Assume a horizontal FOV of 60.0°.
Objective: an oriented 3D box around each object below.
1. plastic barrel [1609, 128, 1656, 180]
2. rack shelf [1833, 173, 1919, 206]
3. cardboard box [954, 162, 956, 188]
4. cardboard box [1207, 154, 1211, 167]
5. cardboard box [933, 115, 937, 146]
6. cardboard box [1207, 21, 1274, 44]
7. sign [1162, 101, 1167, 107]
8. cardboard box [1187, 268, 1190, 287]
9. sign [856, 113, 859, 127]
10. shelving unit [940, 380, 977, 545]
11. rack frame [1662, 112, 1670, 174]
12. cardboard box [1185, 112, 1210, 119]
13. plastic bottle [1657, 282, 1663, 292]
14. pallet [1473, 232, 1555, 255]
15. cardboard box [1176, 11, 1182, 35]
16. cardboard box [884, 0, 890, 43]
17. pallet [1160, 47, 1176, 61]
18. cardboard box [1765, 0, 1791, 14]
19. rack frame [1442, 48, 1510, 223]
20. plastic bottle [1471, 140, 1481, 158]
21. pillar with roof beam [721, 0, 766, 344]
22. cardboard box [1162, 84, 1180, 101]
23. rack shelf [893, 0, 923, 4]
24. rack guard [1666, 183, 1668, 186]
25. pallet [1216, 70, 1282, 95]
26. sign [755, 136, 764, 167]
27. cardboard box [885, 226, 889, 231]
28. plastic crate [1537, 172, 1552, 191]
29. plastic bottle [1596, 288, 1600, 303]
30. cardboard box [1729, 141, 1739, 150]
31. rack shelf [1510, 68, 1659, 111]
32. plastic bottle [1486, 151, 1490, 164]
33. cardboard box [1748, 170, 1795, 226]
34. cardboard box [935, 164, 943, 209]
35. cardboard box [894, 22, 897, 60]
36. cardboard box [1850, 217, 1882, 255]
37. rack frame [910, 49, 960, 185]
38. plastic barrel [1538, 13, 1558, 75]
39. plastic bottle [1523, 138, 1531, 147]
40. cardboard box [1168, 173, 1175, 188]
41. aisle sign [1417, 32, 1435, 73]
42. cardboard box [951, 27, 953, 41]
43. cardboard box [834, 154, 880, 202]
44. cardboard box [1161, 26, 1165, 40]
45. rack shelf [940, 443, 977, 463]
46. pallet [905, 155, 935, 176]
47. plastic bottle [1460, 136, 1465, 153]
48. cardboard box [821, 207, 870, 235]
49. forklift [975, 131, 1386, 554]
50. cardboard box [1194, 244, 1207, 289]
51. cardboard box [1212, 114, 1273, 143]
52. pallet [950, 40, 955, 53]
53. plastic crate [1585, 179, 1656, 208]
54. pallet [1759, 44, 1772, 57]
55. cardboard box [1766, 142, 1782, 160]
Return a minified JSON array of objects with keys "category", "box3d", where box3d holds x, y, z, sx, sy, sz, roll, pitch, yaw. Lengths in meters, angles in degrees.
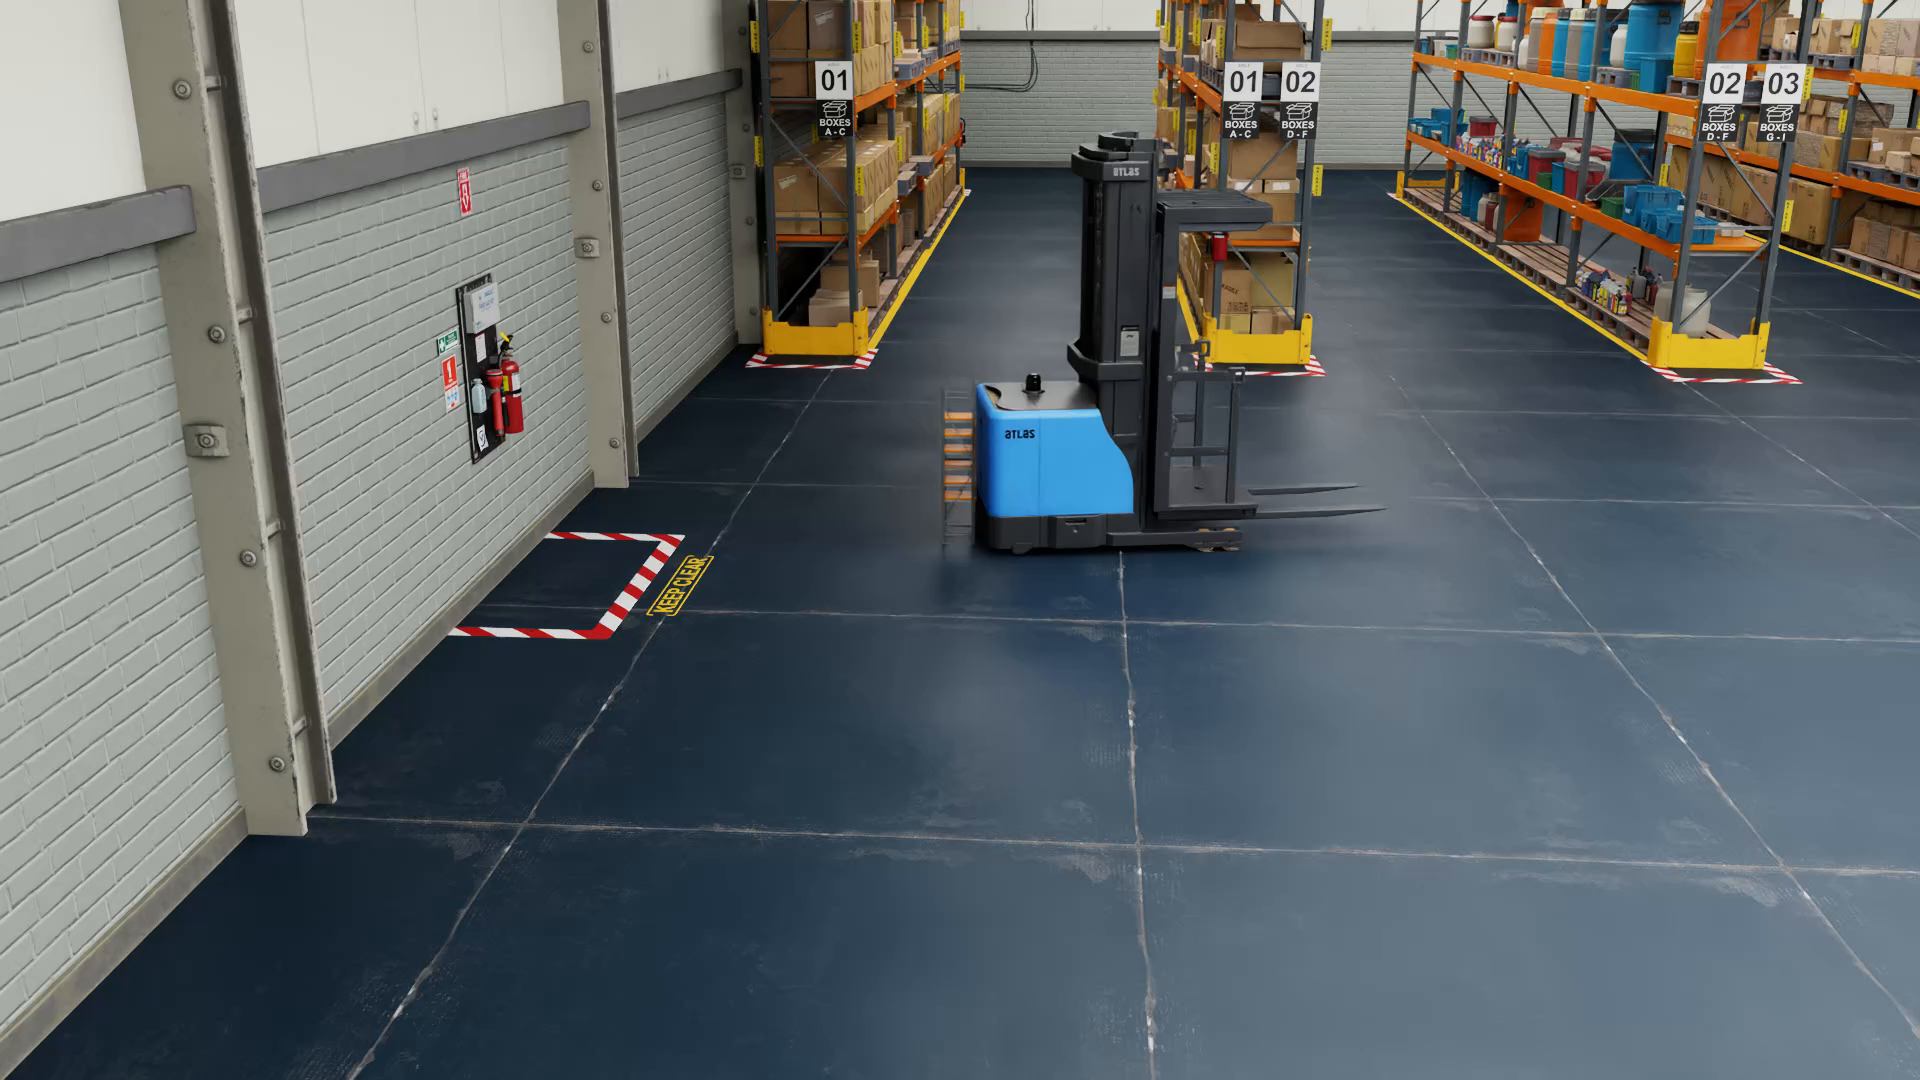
[{"category":"plastic barrel","box3d":[8.851,-4.920,21.816,0.600,0.901,0.708,1,18,4]},{"category":"rack shelf","box3d":[13.605,-4.737,23.219,1.077,0.370,4.000,1,18,4]},{"category":"cardboard box","box3d":[-0.451,-7.309,33.251,0.700,0.500,0.500,1,18,4]},{"category":"cardboard box","box3d":[3.334,-4.799,21.049,0.380,0.149,0.250,1,18,2]},{"category":"cardboard box","box3d":[-0.671,-6.854,27.853,0.500,0.500,0.500,2,18,5]},{"category":"cardboard box","box3d":[3.337,-5.912,19.767,0.797,0.503,0.637,3,18,10]},{"category":"sign","box3d":[3.612,-7.586,29.367,0.100,0.325,0.005,1,18,4]},{"category":"cardboard box","box3d":[3.245,-3.436,21.834,0.500,0.250,0.500,1,18,4]},{"category":"sign","box3d":[-1.628,-6.594,25.869,0.100,0.325,0.005,1,18,4]},{"category":"shelving unit","box3d":[-0.010,-0.566,12.221,0.258,1.200,0.189,1,18,2]},{"category":"rack frame","box3d":[14.321,-8.185,32.585,1.000,3.000,0.127,1,18,4]},{"category":"cardboard box","box3d":[4.089,-6.862,27.713,0.700,0.500,0.500,-3,18,-10]},{"category":"plastic bottle","box3d":[8.710,-3.067,20.632,0.152,0.276,0.135,2,18,5]},{"category":"pallet","box3d":[8.823,-4.732,26.524,1.003,0.211,1.213,1,18,4]},{"category":"cardboard box","box3d":[4.045,-8.730,28.436,0.600,0.600,0.600,0,18,-1]},{"category":"cardboard box","box3d":[-1.155,-6.414,20.566,0.500,0.500,0.500,2,18,7]},{"category":"pallet","box3d":[4.037,-8.300,28.421,1.213,0.211,1.003,1,18,4]},{"category":"cardboard box","box3d":[14.109,-9.311,29.005,0.500,0.250,0.500,0,18,0]},{"category":"rack frame","box3d":[9.094,-7.053,29.131,1.000,3.000,0.127,1,18,4]},{"category":"plastic bottle","box3d":[8.598,-6.500,27.640,0.152,0.276,0.135,1,18,4]},{"category":"pillar with roof beam","box3d":[1.834,-6.539,17.927,9.100,9.000,0.400,1,18,4]},{"category":"cardboard box","box3d":[4.003,-8.166,30.762,0.500,0.500,0.500,1,18,4]},{"category":"rack shelf","box3d":[-1.217,-7.730,23.359,1.077,0.370,4.000,1,18,4]},{"category":"rack guard","box3d":[14.323,-7.005,32.997,1.175,0.500,0.348,1,18,4]},{"category":"pallet","box3d":[3.370,-5.041,18.313,1.003,0.211,1.213,1,18,4]},{"category":"sign","box3d":[-2.199,-4.267,18.260,0.100,0.325,0.005,1,18,4]},{"category":"cardboard box","box3d":[-1.337,-4.202,23.736,0.700,0.500,0.500,1,18,3]},{"category":"plastic crate","box3d":[8.364,-5.015,23.252,0.450,0.188,0.662,1,18,4]},{"category":"plastic bottle","box3d":[7.992,-3.061,20.733,0.097,0.201,0.097,0,18,0]},{"category":"cardboard box","box3d":[13.730,-6.925,29.144,0.380,0.149,0.250,1,18,4]},{"category":"rack shelf","box3d":[8.664,-6.273,23.089,1.077,0.370,4.000,1,18,4]},{"category":"plastic bottle","box3d":[8.496,-6.140,26.664,0.097,0.201,0.097,0,18,0]},{"category":"cardboard box","box3d":[13.946,-5.656,27.604,1.225,0.875,0.875,1,18,2]},{"category":"cardboard box","box3d":[-0.704,-6.248,29.451,0.750,0.750,0.750,1,18,5]},{"category":"cardboard box","box3d":[-1.153,-7.013,23.357,0.500,0.500,0.500,1,18,2]},{"category":"cardboard box","box3d":[13.720,-4.513,24.687,0.700,0.500,0.500,0,18,1]},{"category":"rack frame","box3d":[-0.500,-8.517,33.598,1.000,3.000,0.127,1,18,4]},{"category":"plastic barrel","box3d":[8.485,-6.987,23.423,0.600,0.830,0.708,1,18,4]},{"category":"plastic bottle","box3d":[9.276,-6.395,27.201,0.144,0.351,0.185,1,18,4]},{"category":"cardboard box","box3d":[3.805,-6.087,28.287,0.500,0.250,0.500,1,18,4]},{"category":"aisle sign","box3d":[9.090,-9.560,32.606,0.394,0.787,0.004,1,18,4]},{"category":"cardboard box","box3d":[-0.394,-9.402,30.887,0.500,0.250,0.500,1,18,2]},{"category":"cardboard box","box3d":[-1.225,-4.297,19.725,0.500,0.500,0.500,1,18,2]},{"category":"cardboard box","box3d":[4.101,-9.690,31.800,0.500,0.250,0.500,1,18,4]},{"category":"rack shelf","box3d":[-0.010,-0.637,12.197,0.258,0.103,0.180,1,18,2]},{"category":"pallet","box3d":[-1.019,-5.717,25.362,1.213,0.211,1.003,1,18,4]},{"category":"plastic bottle","box3d":[8.636,-6.780,28.504,0.097,0.271,0.097,0,18,0]},{"category":"cardboard box","box3d":[-1.296,-3.630,18.893,0.500,0.250,0.500,1,18,2]},{"category":"forklift","box3d":[1.647,-1.468,12.197,3.031,2.935,1.130,-2,18,-6]},{"category":"cardboard box","box3d":[3.130,-3.327,20.296,0.500,0.500,0.500,1,18,4]},{"category":"cardboard box","box3d":[3.520,-5.050,20.772,0.700,0.500,0.500,1,18,4]},{"category":"pallet","box3d":[-0.628,-9.290,31.281,1.003,0.211,1.213,1,18,4]},{"category":"plastic crate","box3d":[8.357,-4.379,21.071,0.767,0.338,0.504,1,18,4]},{"category":"pallet","box3d":[14.104,-8.580,29.115,1.003,0.211,1.213,1,18,4]},{"category":"cardboard box","box3d":[13.681,-6.541,27.409,0.500,0.500,0.500,1,18,3]}]
